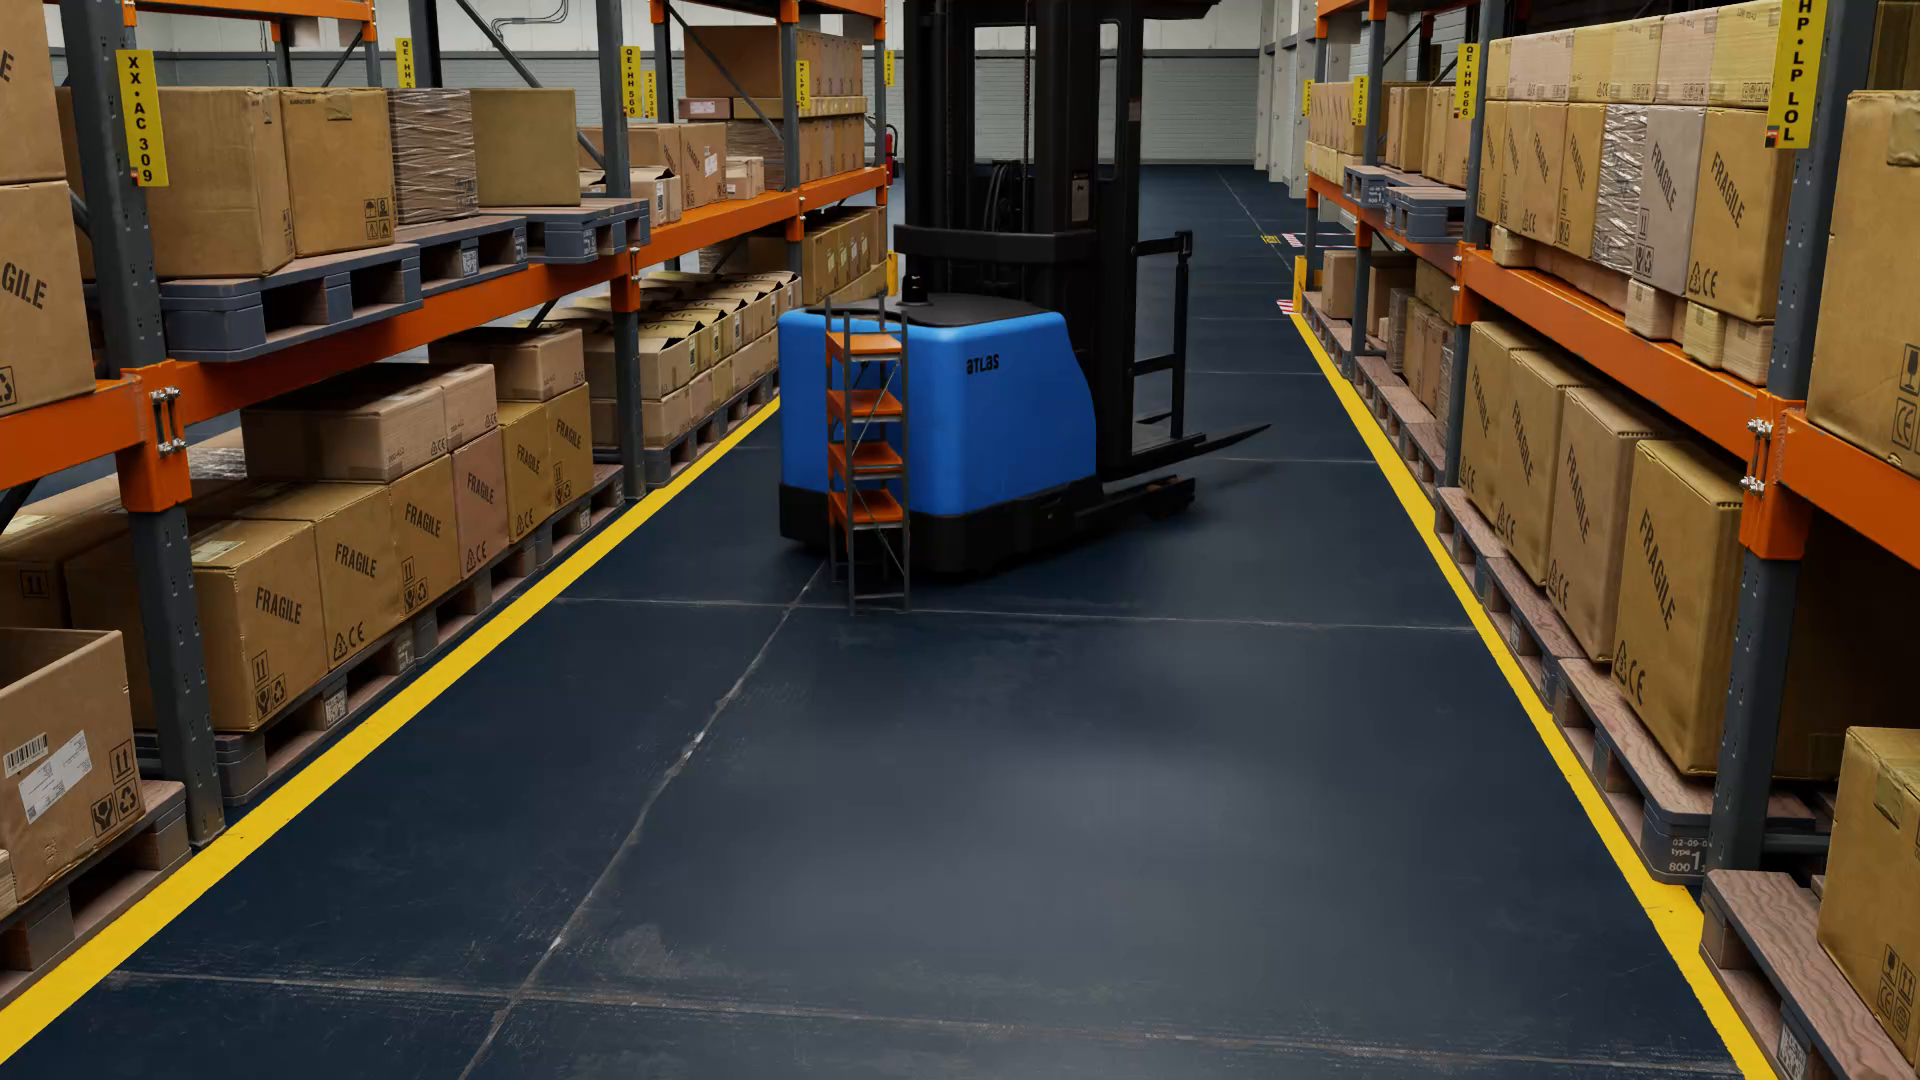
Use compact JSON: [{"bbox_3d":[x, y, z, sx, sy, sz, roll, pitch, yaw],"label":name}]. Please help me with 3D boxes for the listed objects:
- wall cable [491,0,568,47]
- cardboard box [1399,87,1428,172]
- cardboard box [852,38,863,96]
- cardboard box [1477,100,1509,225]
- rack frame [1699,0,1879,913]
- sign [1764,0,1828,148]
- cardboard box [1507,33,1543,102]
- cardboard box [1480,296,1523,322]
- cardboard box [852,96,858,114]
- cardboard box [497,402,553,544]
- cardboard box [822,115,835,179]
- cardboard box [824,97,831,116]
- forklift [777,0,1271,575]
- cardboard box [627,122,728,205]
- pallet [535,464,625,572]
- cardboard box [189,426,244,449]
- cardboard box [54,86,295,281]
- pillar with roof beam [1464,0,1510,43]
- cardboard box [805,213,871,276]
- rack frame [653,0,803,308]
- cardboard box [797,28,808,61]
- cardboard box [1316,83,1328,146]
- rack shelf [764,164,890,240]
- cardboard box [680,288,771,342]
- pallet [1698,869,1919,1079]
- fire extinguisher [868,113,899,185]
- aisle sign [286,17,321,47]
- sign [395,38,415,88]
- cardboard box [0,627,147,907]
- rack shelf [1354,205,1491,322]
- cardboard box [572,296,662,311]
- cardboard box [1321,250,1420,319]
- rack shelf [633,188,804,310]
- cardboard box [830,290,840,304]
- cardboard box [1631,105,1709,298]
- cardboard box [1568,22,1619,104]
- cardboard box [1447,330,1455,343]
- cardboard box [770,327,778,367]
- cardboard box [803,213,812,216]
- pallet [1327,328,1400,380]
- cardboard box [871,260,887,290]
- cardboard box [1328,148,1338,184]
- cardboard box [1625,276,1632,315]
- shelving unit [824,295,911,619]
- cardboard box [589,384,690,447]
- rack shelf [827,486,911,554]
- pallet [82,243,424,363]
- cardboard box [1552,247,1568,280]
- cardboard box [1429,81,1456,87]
[{"bbox_3d":[-12.334,-17.081,47.075,2.305,6.003,0.169,2,15,6],"label":"wall cable"},{"bbox_3d":[3.109,-2.548,10.303,0.700,0.500,0.500,3,15,12],"label":"cardboard box"},{"bbox_3d":[-1.272,-4.285,15.086,0.700,0.500,0.500,2,15,6],"label":"cardboard box"},{"bbox_3d":[2.510,-1.608,7.064,0.500,0.500,0.500,2,15,8],"label":"cardboard box"},{"bbox_3d":[2.368,-0.488,3.720,1.000,3.000,0.127,2,15,6],"label":"rack frame"},{"bbox_3d":[1.827,-1.022,3.629,0.100,0.325,0.005,2,15,6],"label":"sign"},{"bbox_3d":[2.452,-1.839,6.481,0.500,0.250,0.500,1,15,5],"label":"cardboard box"},{"bbox_3d":[2.975,-1.227,8.963,0.500,0.250,0.500,2,15,7],"label":"cardboard box"},{"bbox_3d":[-1.111,-3.867,14.784,0.380,0.149,0.250,1,15,5],"label":"cardboard box"},{"bbox_3d":[-2.034,-0.292,6.942,0.500,0.500,0.500,1,15,4],"label":"cardboard box"},{"bbox_3d":[-1.438,-3.271,13.821,0.700,0.500,0.500,2,15,8],"label":"cardboard box"},{"bbox_3d":[-1.258,-3.535,13.554,0.380,0.149,0.250,2,15,6],"label":"cardboard box"},{"bbox_3d":[0.508,-1.591,7.932,1.130,2.935,3.031,12,19,38],"label":"forklift"},{"bbox_3d":[-1.814,-2.421,10.676,0.500,0.500,0.500,3,15,10],"label":"cardboard box"},{"bbox_3d":[-2.225,-0.132,7.744,1.003,0.211,1.213,2,15,6],"label":"pallet"},{"bbox_3d":[-2.608,-0.165,6.471,0.500,0.500,0.500,1,15,4],"label":"cardboard box"},{"bbox_3d":[-2.279,-1.000,4.618,0.700,0.500,0.500,-3,16,-13],"label":"cardboard box"},{"bbox_3d":[0.225,-6.416,14.150,9.100,9.000,0.400,2,15,6],"label":"pillar with roof beam"},{"bbox_3d":[-1.064,-2.575,14.464,0.500,0.500,0.500,2,15,6],"label":"cardboard box"},{"bbox_3d":[-1.652,-2.708,11.929,1.000,3.000,0.127,2,15,6],"label":"rack frame"},{"bbox_3d":[-1.552,-3.629,12.658,0.700,0.500,0.500,2,15,6],"label":"cardboard box"},{"bbox_3d":[3.239,-3.523,13.756,0.500,0.500,0.500,1,15,4],"label":"cardboard box"},{"bbox_3d":[-1.426,-2.879,13.941,1.077,0.370,4.000,2,15,6],"label":"rack shelf"},{"bbox_3d":[-1.524,-1.476,10.762,0.500,0.311,0.500,2,15,6],"label":"cardboard box"},{"bbox_3d":[2.204,1.053,3.363,1.003,0.211,1.213,2,15,6],"label":"pallet"},{"bbox_3d":[-0.726,-3.725,15.838,0.296,0.674,0.183,2,15,6],"label":"fire extinguisher"},{"bbox_3d":[-6.405,-5.174,16.070,0.394,0.787,0.004,2,15,6],"label":"aisle sign"},{"bbox_3d":[-2.655,-2.245,7.998,0.100,0.325,0.005,2,15,6],"label":"sign"},{"bbox_3d":[-2.337,0.518,3.947,0.500,0.500,0.500,2,15,6],"label":"cardboard box"},{"bbox_3d":[3.045,-1.697,9.568,1.077,0.370,4.000,2,15,6],"label":"rack shelf"},{"bbox_3d":[-2.118,-1.355,10.316,0.500,0.311,0.500,2,15,8],"label":"cardboard box"},{"bbox_3d":[3.357,-2.092,13.600,0.700,0.500,0.500,1,15,3],"label":"cardboard box"},{"bbox_3d":[-1.878,-1.842,10.104,1.077,0.370,4.000,2,15,6],"label":"rack shelf"},{"bbox_3d":[-1.237,-1.824,13.124,0.500,0.250,0.500,2,15,6],"label":"cardboard box"},{"bbox_3d":[2.217,-0.949,4.626,0.500,0.500,0.500,2,15,7],"label":"cardboard box"},{"bbox_3d":[2.348,-1.577,5.511,0.500,0.250,0.500,1,15,5],"label":"cardboard box"},{"bbox_3d":[3.022,-0.849,9.003,0.700,0.500,0.500,2,15,6],"label":"cardboard box"},{"bbox_3d":[-1.470,-1.336,11.319,0.500,0.250,0.500,1,15,5],"label":"cardboard box"},{"bbox_3d":[-1.580,-2.590,14.521,0.500,0.500,0.500,2,15,6],"label":"cardboard box"},{"bbox_3d":[3.311,-1.392,12.405,1.003,0.211,1.213,2,15,6],"label":"pallet"},{"bbox_3d":[-0.968,-2.473,15.523,0.500,0.250,0.500,2,15,6],"label":"cardboard box"},{"bbox_3d":[3.129,-2.892,12.858,0.500,0.250,0.500,2,15,6],"label":"cardboard box"},{"bbox_3d":[2.269,-0.736,5.080,0.380,0.149,0.250,2,15,6],"label":"cardboard box"},{"bbox_3d":[-0.371,-0.342,6.627,0.258,1.200,0.503,-3,15,-12],"label":"shelving unit"},{"bbox_3d":[-1.752,-0.673,8.867,0.500,0.250,0.500,2,15,6],"label":"cardboard box"},{"bbox_3d":[-0.371,-0.085,6.696,0.258,0.148,0.480,-3,15,-12],"label":"rack shelf"},{"bbox_3d":[-2.356,-0.744,5.035,1.003,0.211,1.213,2,15,6],"label":"pallet"},{"bbox_3d":[2.474,-1.067,6.305,0.380,0.149,0.250,2,15,7],"label":"cardboard box"},{"bbox_3d":[3.531,-2.978,11.740,0.500,0.500,0.500,1,15,5],"label":"cardboard box"}]
